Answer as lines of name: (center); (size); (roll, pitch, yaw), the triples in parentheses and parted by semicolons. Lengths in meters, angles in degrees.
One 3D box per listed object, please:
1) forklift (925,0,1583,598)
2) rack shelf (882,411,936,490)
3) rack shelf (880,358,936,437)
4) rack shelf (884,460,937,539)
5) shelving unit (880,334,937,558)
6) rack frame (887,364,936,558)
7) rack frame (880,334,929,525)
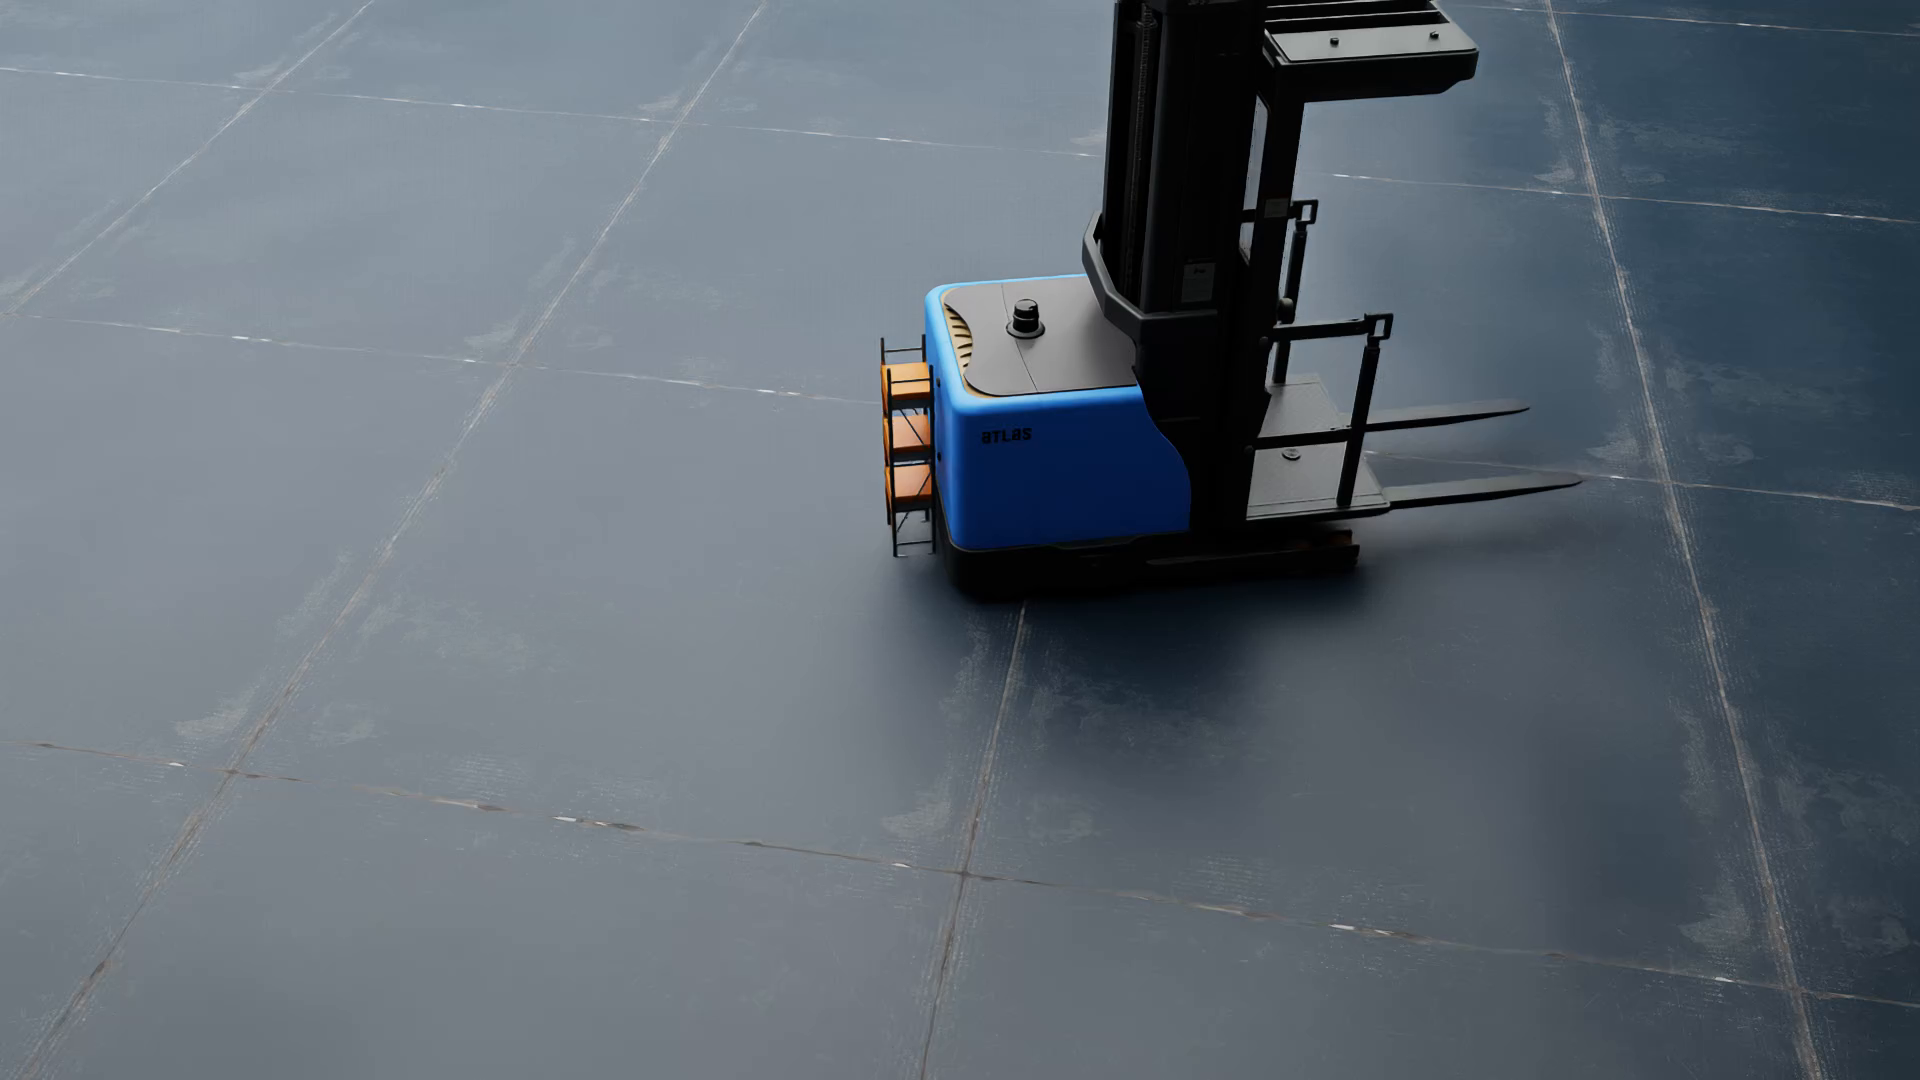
forklift: (1.389, -1.300, 7.119); (3.031, 2.935, 1.130); (-5, 40, -7)
rack shelf: (-0.230, -0.403, 7.526); (0.215, 0.259, 0.240); (-6, 40, -7)
rack shelf: (-0.231, -0.621, 7.345); (0.215, 0.259, 0.240); (-6, 40, -7)
rack shelf: (-0.229, -0.189, 7.703); (0.215, 0.259, 0.240); (-6, 40, -7)
shelving unit: (-0.230, -0.411, 7.519); (0.215, 1.050, 0.252); (-6, 40, -7)
rack frame: (-0.212, -0.334, 7.426); (0.200, 1.050, 0.008); (-6, 40, -7)
rack frame: (-0.248, -0.488, 7.612); (0.200, 1.050, 0.008); (-6, 40, -7)
